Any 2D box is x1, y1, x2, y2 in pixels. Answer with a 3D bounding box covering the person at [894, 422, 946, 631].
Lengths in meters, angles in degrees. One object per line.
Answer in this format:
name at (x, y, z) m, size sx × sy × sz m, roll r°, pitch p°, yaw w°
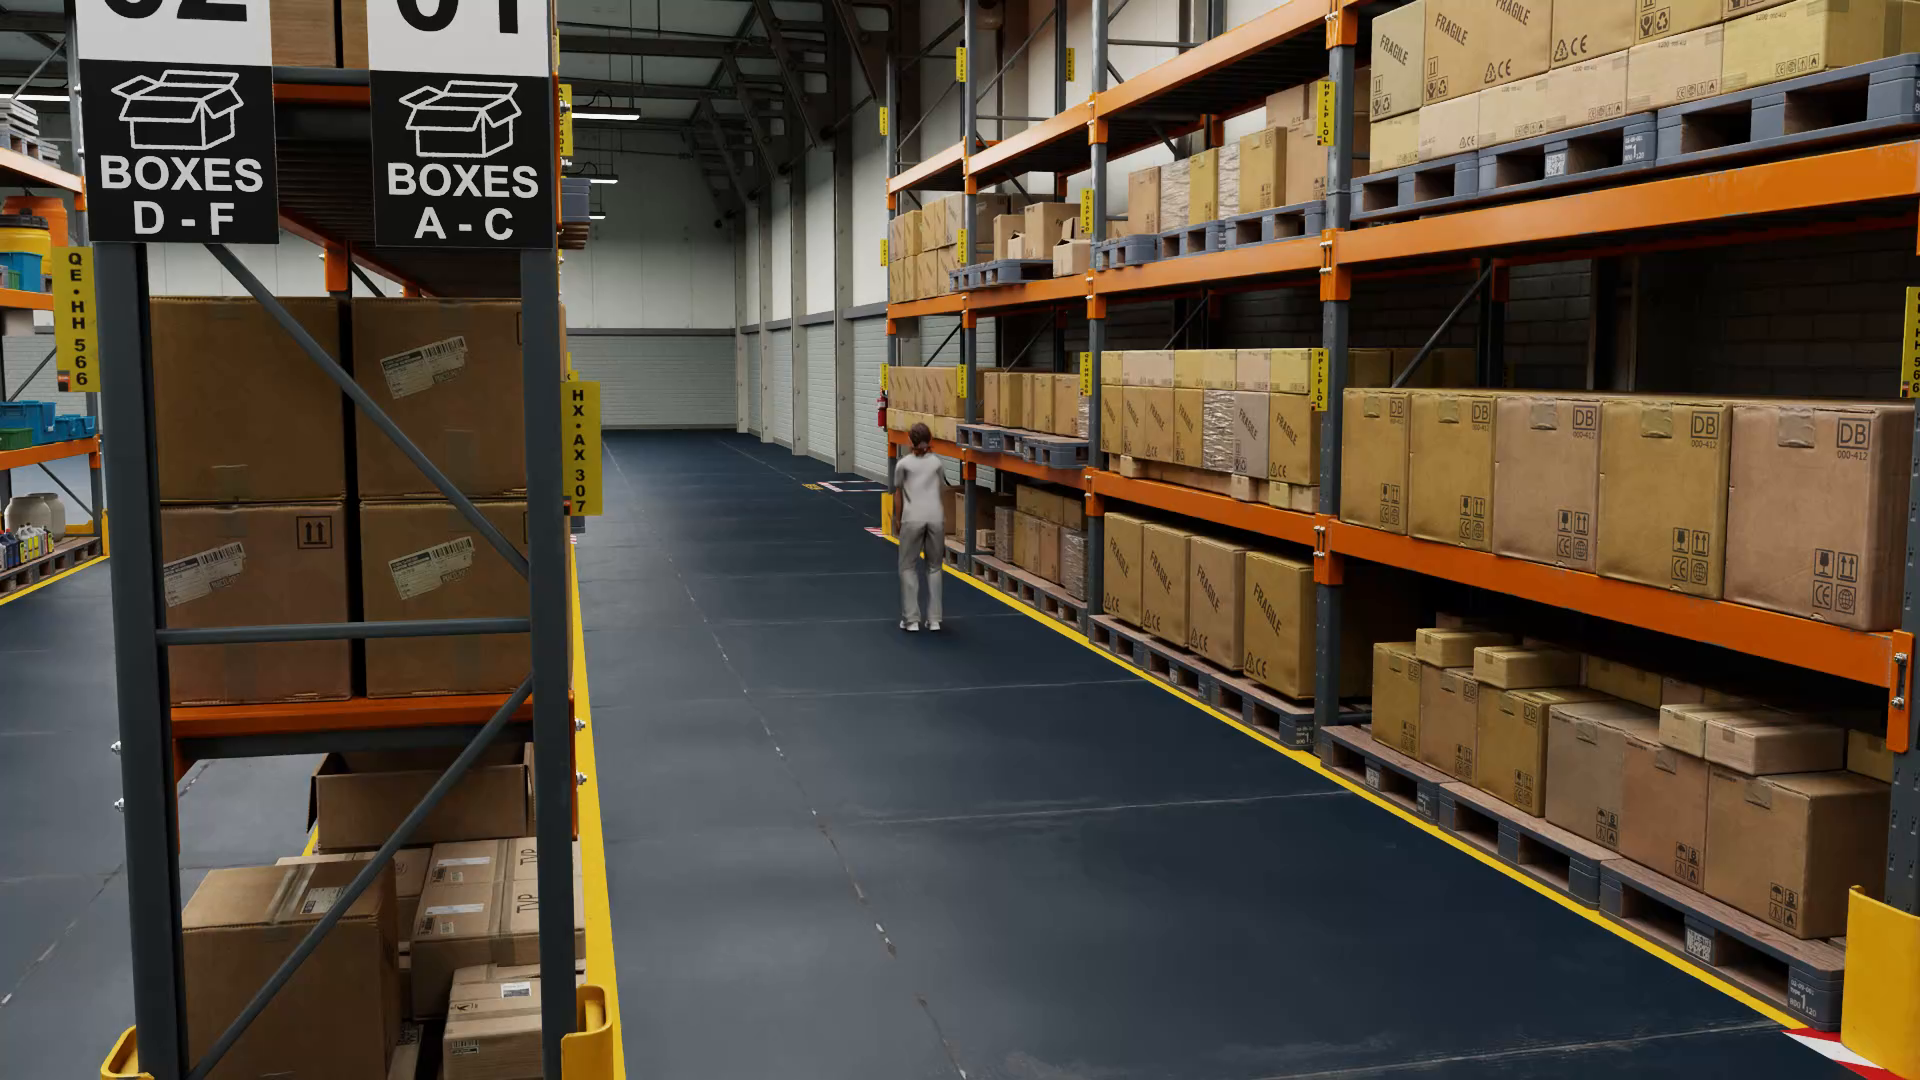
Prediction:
person at (-0.329, 0.010, 13.267) m, size 0.411 × 1.419 × 0.512 m, roll -2°, pitch 6°, yaw -15°
